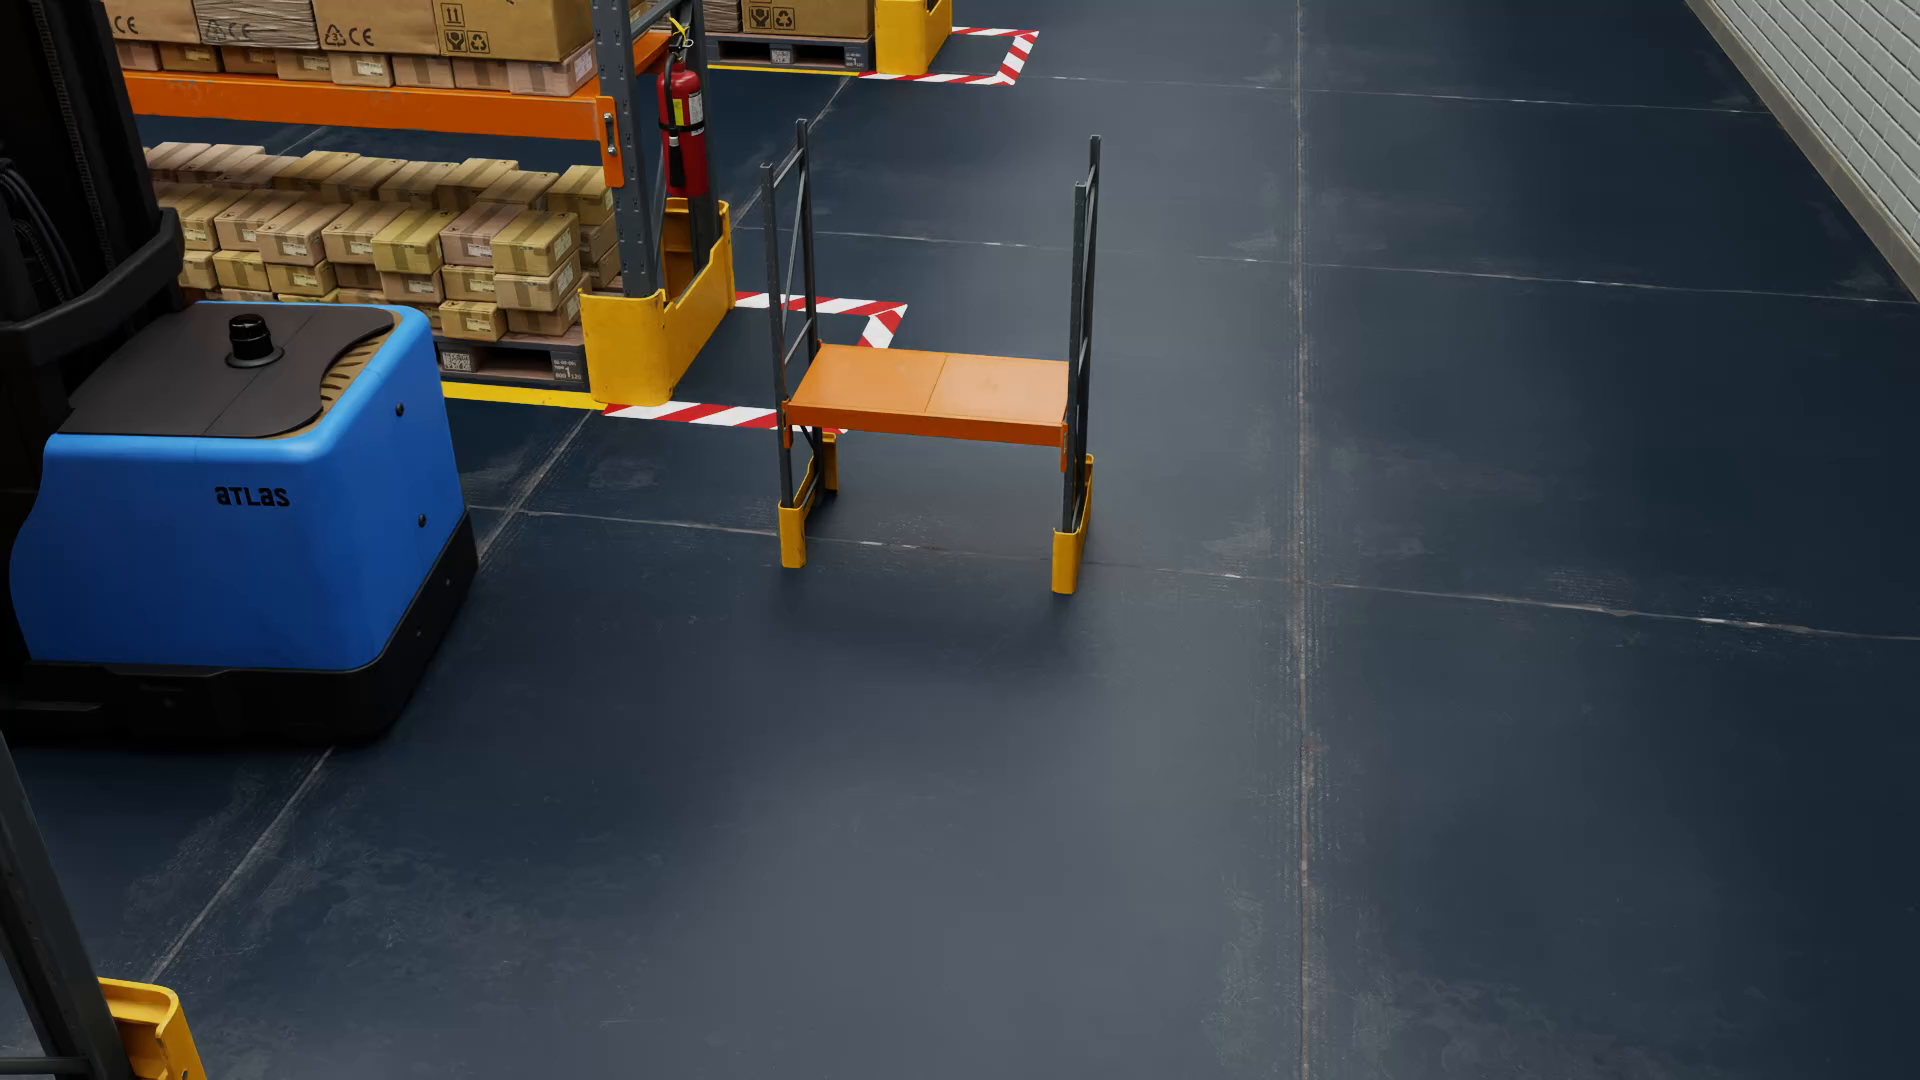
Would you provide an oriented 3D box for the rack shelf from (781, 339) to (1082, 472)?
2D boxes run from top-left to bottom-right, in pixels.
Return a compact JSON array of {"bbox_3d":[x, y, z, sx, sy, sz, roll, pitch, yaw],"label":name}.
[{"bbox_3d":[-0.084,-0.491,5.960,1.000,0.185,0.538,5,32,8],"label":"rack shelf"}]

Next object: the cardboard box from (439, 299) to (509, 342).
[{"bbox_3d":[-2.097,-1.031,7.361,0.250,0.149,0.380,6,33,10],"label":"cardboard box"}]

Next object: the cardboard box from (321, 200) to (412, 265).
[{"bbox_3d":[-2.597,-1.355,7.318,0.250,0.149,0.380,4,32,6],"label":"cardboard box"}]

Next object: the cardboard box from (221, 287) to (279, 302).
[{"bbox_3d":[-3.117,-1.139,7.534,0.250,0.149,0.380,6,33,9],"label":"cardboard box"}]

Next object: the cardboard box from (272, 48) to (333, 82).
[{"bbox_3d":[-2.641,-2.034,6.909,0.250,0.149,0.380,4,32,6],"label":"cardboard box"}]

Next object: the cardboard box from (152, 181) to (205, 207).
[{"bbox_3d":[-3.611,-1.483,7.522,0.250,0.149,0.380,4,32,6],"label":"cardboard box"}]

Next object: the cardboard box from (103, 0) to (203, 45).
[{"bbox_3d":[-3.257,-2.366,6.828,0.500,0.500,0.500,7,33,11],"label":"cardboard box"}]

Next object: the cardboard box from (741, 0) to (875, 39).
[{"bbox_3d":[-0.983,-4.031,11.469,0.875,0.875,0.875,5,32,8],"label":"cardboard box"}]

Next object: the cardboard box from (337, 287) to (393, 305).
[{"bbox_3d":[-2.589,-1.115,7.495,0.250,0.149,0.380,5,32,9],"label":"cardboard box"}]

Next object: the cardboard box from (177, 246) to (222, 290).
[{"bbox_3d":[-3.392,-1.274,7.470,0.250,0.149,0.380,5,32,9],"label":"cardboard box"}]

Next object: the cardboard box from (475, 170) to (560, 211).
[{"bbox_3d":[-2.024,-1.561,7.647,0.250,0.149,0.380,6,33,9],"label":"cardboard box"}]

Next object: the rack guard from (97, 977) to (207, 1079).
[{"bbox_3d":[-1.982,1.506,3.372,0.348,0.500,1.175,5,32,8],"label":"rack guard"}]

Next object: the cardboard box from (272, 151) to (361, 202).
[{"bbox_3d":[-3.033,-1.707,7.880,0.250,0.149,0.380,6,32,9],"label":"cardboard box"}]

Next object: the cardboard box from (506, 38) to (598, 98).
[{"bbox_3d":[-1.642,-1.928,6.740,0.250,0.149,0.380,5,32,8],"label":"cardboard box"}]

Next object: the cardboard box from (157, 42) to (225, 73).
[{"bbox_3d":[-3.161,-2.104,7.021,0.250,0.149,0.380,6,32,9],"label":"cardboard box"}]

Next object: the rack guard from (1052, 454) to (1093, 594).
[{"bbox_3d":[0.416,-0.068,6.124,0.087,0.250,0.587,5,32,8],"label":"rack guard"}]

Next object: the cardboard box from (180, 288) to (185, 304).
[{"bbox_3d":[-3.625,-1.185,7.607,0.250,0.149,0.380,4,32,7],"label":"cardboard box"}]

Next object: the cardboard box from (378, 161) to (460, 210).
[{"bbox_3d":[-2.509,-1.629,7.757,0.250,0.149,0.380,4,32,6],"label":"cardboard box"}]

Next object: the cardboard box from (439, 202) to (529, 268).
[{"bbox_3d":[-2.075,-1.342,7.298,0.250,0.149,0.380,6,33,9],"label":"cardboard box"}]

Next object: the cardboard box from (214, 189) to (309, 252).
[{"bbox_3d":[-3.112,-1.431,7.440,0.250,0.149,0.380,4,32,7],"label":"cardboard box"}]

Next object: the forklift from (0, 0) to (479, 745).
[{"bbox_3d":[-3.258,-0.896,4.919,3.031,2.935,1.130,2,32,3],"label":"forklift"}]

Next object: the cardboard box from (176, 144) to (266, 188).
[{"bbox_3d":[-3.523,-1.758,7.963,0.250,0.149,0.380,4,32,6],"label":"cardboard box"}]

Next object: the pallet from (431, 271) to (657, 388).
[{"bbox_3d":[-2.143,-1.069,7.759,1.213,0.211,1.003,5,32,8],"label":"pallet"}]

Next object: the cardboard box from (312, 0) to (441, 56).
[{"bbox_3d":[-2.266,-2.276,6.684,0.500,0.500,0.500,5,32,7],"label":"cardboard box"}]

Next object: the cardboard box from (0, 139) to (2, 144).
[{"bbox_3d":[-4.821,-1.836,8.087,0.250,0.149,0.380,6,33,10],"label":"cardboard box"}]

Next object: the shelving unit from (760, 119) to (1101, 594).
[{"bbox_3d":[-0.075,-0.643,5.863,1.083,1.500,0.587,5,32,8],"label":"shelving unit"}]

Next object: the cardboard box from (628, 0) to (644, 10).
[{"bbox_3d":[-1.669,-2.506,7.052,0.500,0.500,0.500,7,33,11],"label":"cardboard box"}]

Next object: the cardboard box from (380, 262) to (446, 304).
[{"bbox_3d":[-2.354,-1.192,7.338,0.250,0.149,0.380,4,32,6],"label":"cardboard box"}]

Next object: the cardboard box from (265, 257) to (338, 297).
[{"bbox_3d":[-2.866,-1.232,7.401,0.250,0.149,0.380,6,32,9],"label":"cardboard box"}]

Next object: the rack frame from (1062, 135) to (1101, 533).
[{"bbox_3d":[0.417,-0.598,5.792,0.032,1.500,0.500,5,32,8],"label":"rack frame"}]

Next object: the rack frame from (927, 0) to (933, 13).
[{"bbox_3d":[-0.339,-4.738,10.993,0.127,3.000,1.000,5,32,8],"label":"rack frame"}]

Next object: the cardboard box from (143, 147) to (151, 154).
[{"bbox_3d":[-4.073,-1.752,7.952,0.250,0.149,0.380,6,33,10],"label":"cardboard box"}]

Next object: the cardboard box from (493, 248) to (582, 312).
[{"bbox_3d":[-1.841,-1.147,7.266,0.250,0.149,0.380,4,32,7],"label":"cardboard box"}]

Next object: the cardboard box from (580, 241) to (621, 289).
[{"bbox_3d":[-1.735,-1.337,7.850,0.250,0.149,0.380,6,33,9],"label":"cardboard box"}]

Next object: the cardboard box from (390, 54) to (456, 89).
[{"bbox_3d":[-2.130,-1.984,6.830,0.250,0.149,0.380,5,32,8],"label":"cardboard box"}]

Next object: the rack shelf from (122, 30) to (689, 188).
[{"bbox_3d":[-3.244,-2.027,7.339,4.000,0.370,1.077,5,32,8],"label":"rack shelf"}]

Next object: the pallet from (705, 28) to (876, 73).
[{"bbox_3d":[-1.140,-3.587,11.781,1.213,0.211,1.003,5,32,8],"label":"pallet"}]
